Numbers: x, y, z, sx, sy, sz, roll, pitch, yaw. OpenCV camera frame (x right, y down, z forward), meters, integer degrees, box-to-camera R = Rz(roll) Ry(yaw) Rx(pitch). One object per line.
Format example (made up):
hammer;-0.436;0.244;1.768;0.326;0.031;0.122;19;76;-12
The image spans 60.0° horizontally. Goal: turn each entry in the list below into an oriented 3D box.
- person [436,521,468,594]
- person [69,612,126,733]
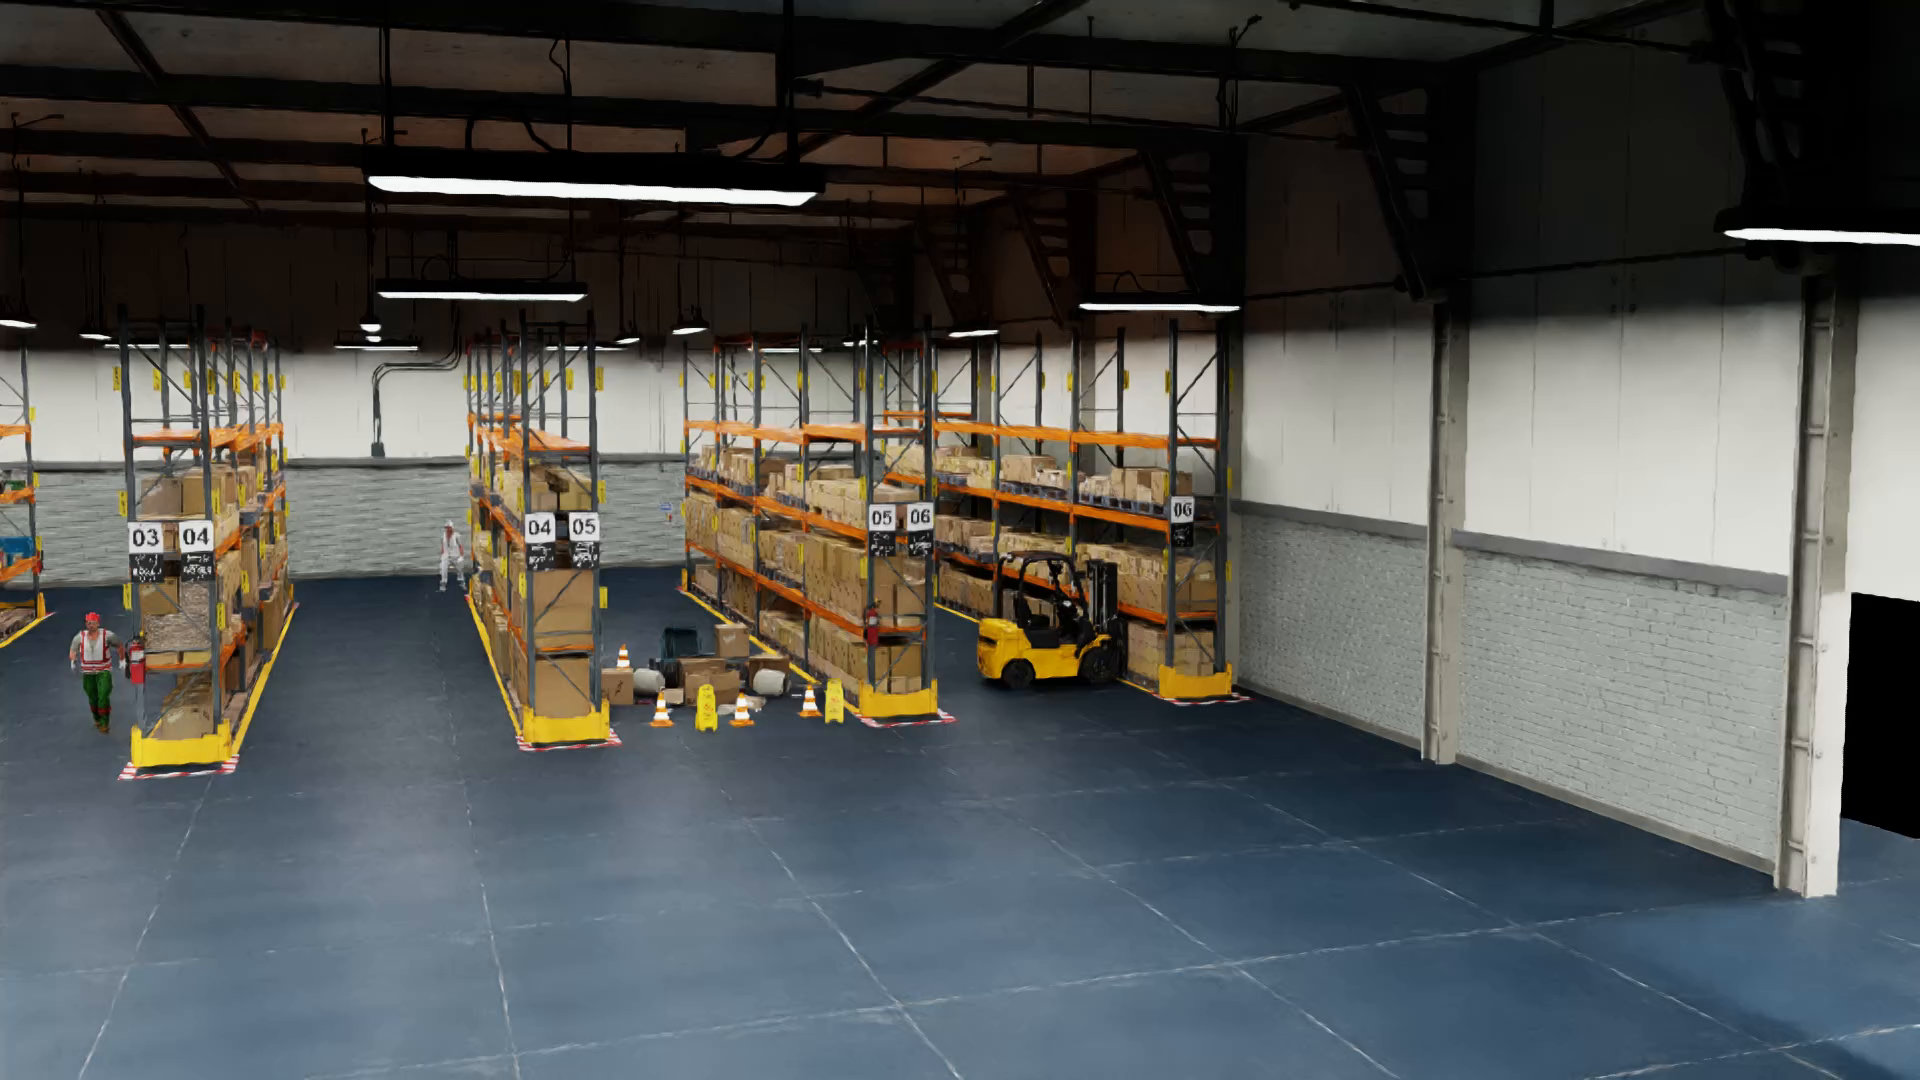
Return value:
person;-12.090;0.398;39.547;0.596;1.739;0.988;0;5;3
person;-12.401;1.876;23.905;0.697;1.722;0.835;-1;6;-14
